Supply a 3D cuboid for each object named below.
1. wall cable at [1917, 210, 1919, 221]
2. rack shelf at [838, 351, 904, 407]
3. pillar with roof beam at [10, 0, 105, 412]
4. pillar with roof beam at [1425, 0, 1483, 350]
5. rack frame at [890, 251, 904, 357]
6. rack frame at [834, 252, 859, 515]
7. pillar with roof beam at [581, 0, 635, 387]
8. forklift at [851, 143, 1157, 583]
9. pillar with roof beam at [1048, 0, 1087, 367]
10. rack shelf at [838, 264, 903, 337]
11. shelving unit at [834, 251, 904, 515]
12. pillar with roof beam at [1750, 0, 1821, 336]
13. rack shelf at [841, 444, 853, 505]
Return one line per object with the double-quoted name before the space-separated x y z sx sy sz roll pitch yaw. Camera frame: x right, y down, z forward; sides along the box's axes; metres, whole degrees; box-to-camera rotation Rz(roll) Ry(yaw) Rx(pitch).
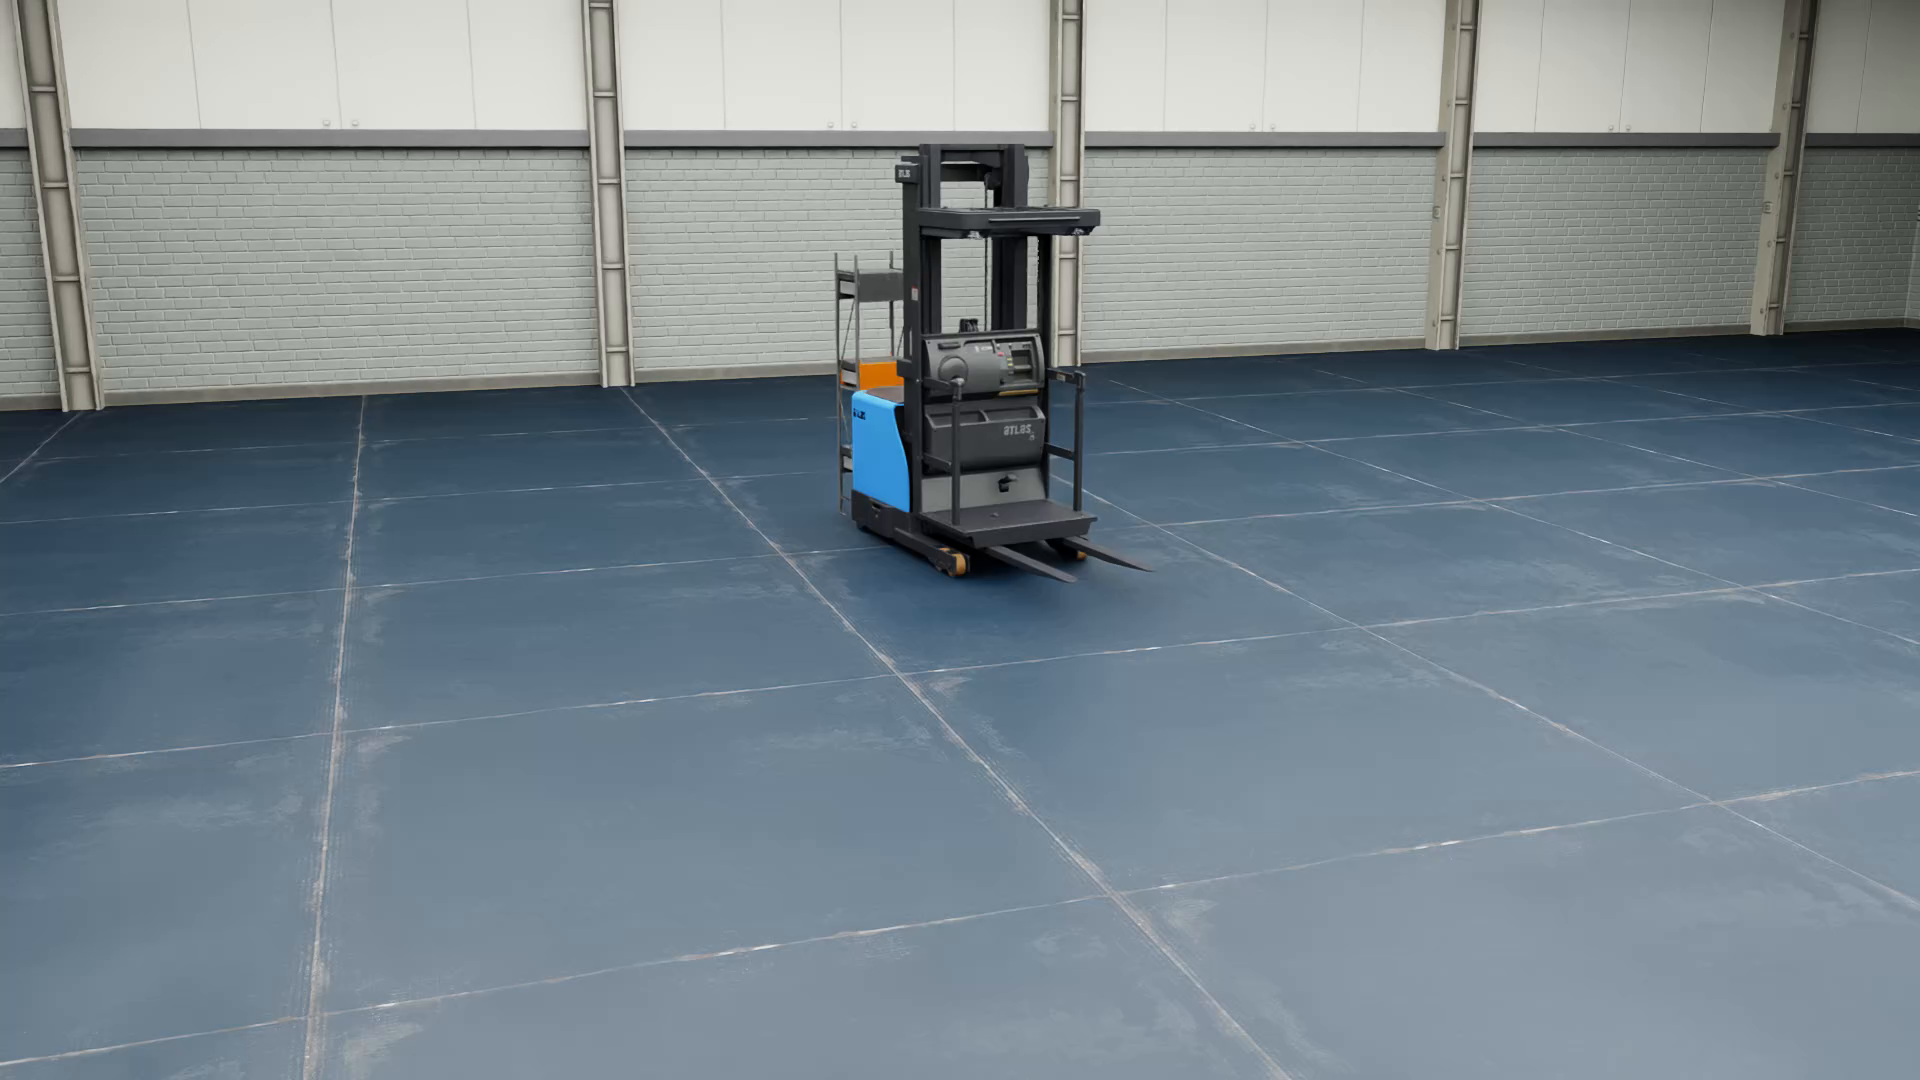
"wall cable" 15.993 -6.060 25.383 0.112 2.526 3.097 -4 14 -18
"rack shelf" -0.671 -1.214 13.264 0.480 0.518 0.431 -7 15 -28
"pillar with roof beam" -8.595 -4.928 13.913 0.400 9.000 9.100 -4 14 -18
"pillar with roof beam" 8.465 -6.256 19.498 0.400 9.000 9.100 -4 14 -18
"rack frame" -0.457 -1.254 13.376 0.015 2.100 0.400 -7 15 -28
"rack frame" -0.885 -1.200 13.147 0.015 2.100 0.400 -7 15 -28
"pillar with roof beam" -2.908 -5.370 15.774 0.400 9.000 9.100 -4 14 -18
"forklift" 0.284 -1.287 11.720 1.130 2.935 3.031 -7 15 -27
"pillar with roof beam" 2.779 -5.813 17.636 0.400 9.000 9.100 -4 14 -18
"rack shelf" -0.672 -1.895 13.104 0.480 0.518 0.431 -7 15 -28
"shelving unit" -0.671 -1.227 13.261 0.503 2.100 0.431 -7 15 -28
"pillar with roof beam" 14.152 -6.699 21.360 0.400 9.000 9.100 -4 14 -18
"rack shelf" -0.670 -0.532 13.425 0.480 0.518 0.431 -7 15 -28
